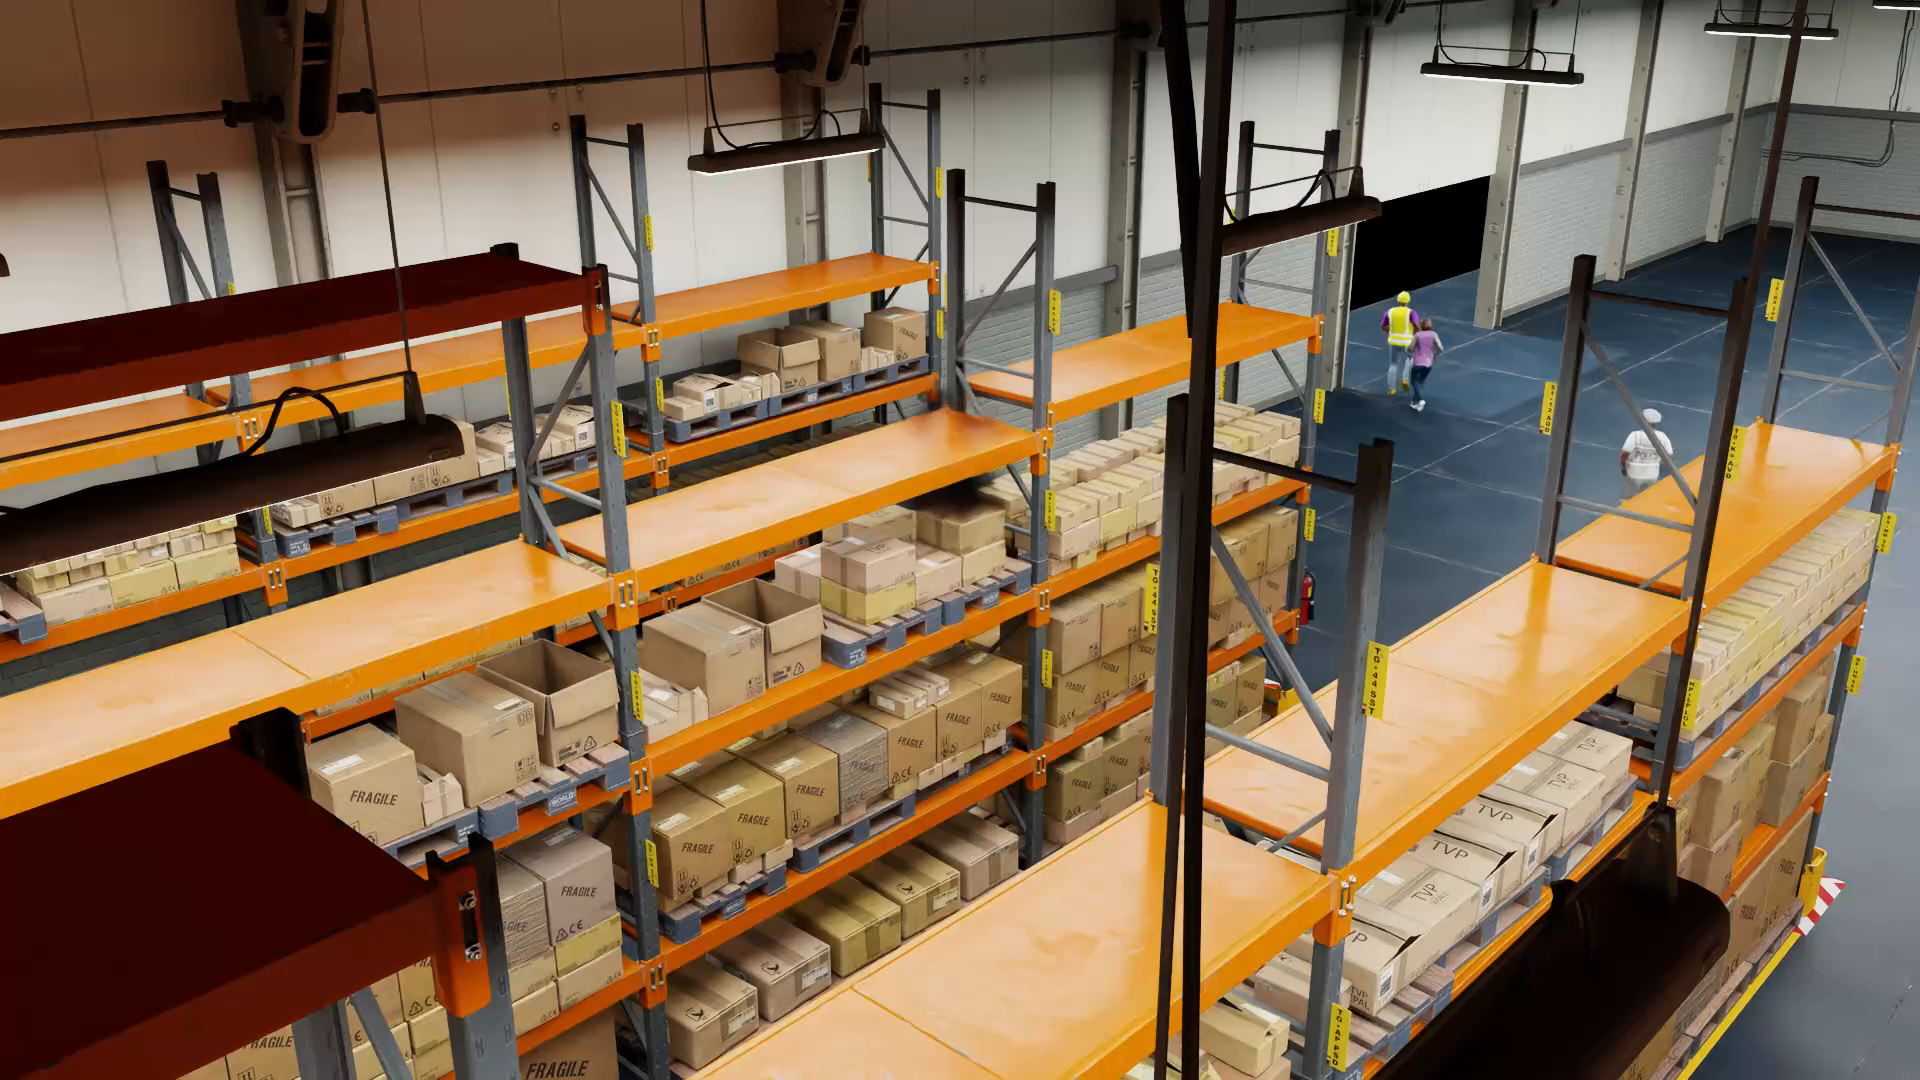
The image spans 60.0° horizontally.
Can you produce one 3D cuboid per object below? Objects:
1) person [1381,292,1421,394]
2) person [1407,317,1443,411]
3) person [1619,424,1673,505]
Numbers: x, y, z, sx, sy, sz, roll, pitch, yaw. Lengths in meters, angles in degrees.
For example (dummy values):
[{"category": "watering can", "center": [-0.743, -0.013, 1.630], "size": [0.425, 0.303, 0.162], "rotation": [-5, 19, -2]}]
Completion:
[{"category": "person", "center": [7.488, -3.334, 28.223], "size": [0.713, 1.769, 0.679], "rotation": [12, 24, 28]}, {"category": "person", "center": [7.568, -2.862, 27.206], "size": [0.558, 1.584, 0.723], "rotation": [-1, 21, -3]}, {"category": "person", "center": [8.956, -0.840, 21.854], "size": [0.686, 1.682, 0.653], "rotation": [0, 21, -1]}]
